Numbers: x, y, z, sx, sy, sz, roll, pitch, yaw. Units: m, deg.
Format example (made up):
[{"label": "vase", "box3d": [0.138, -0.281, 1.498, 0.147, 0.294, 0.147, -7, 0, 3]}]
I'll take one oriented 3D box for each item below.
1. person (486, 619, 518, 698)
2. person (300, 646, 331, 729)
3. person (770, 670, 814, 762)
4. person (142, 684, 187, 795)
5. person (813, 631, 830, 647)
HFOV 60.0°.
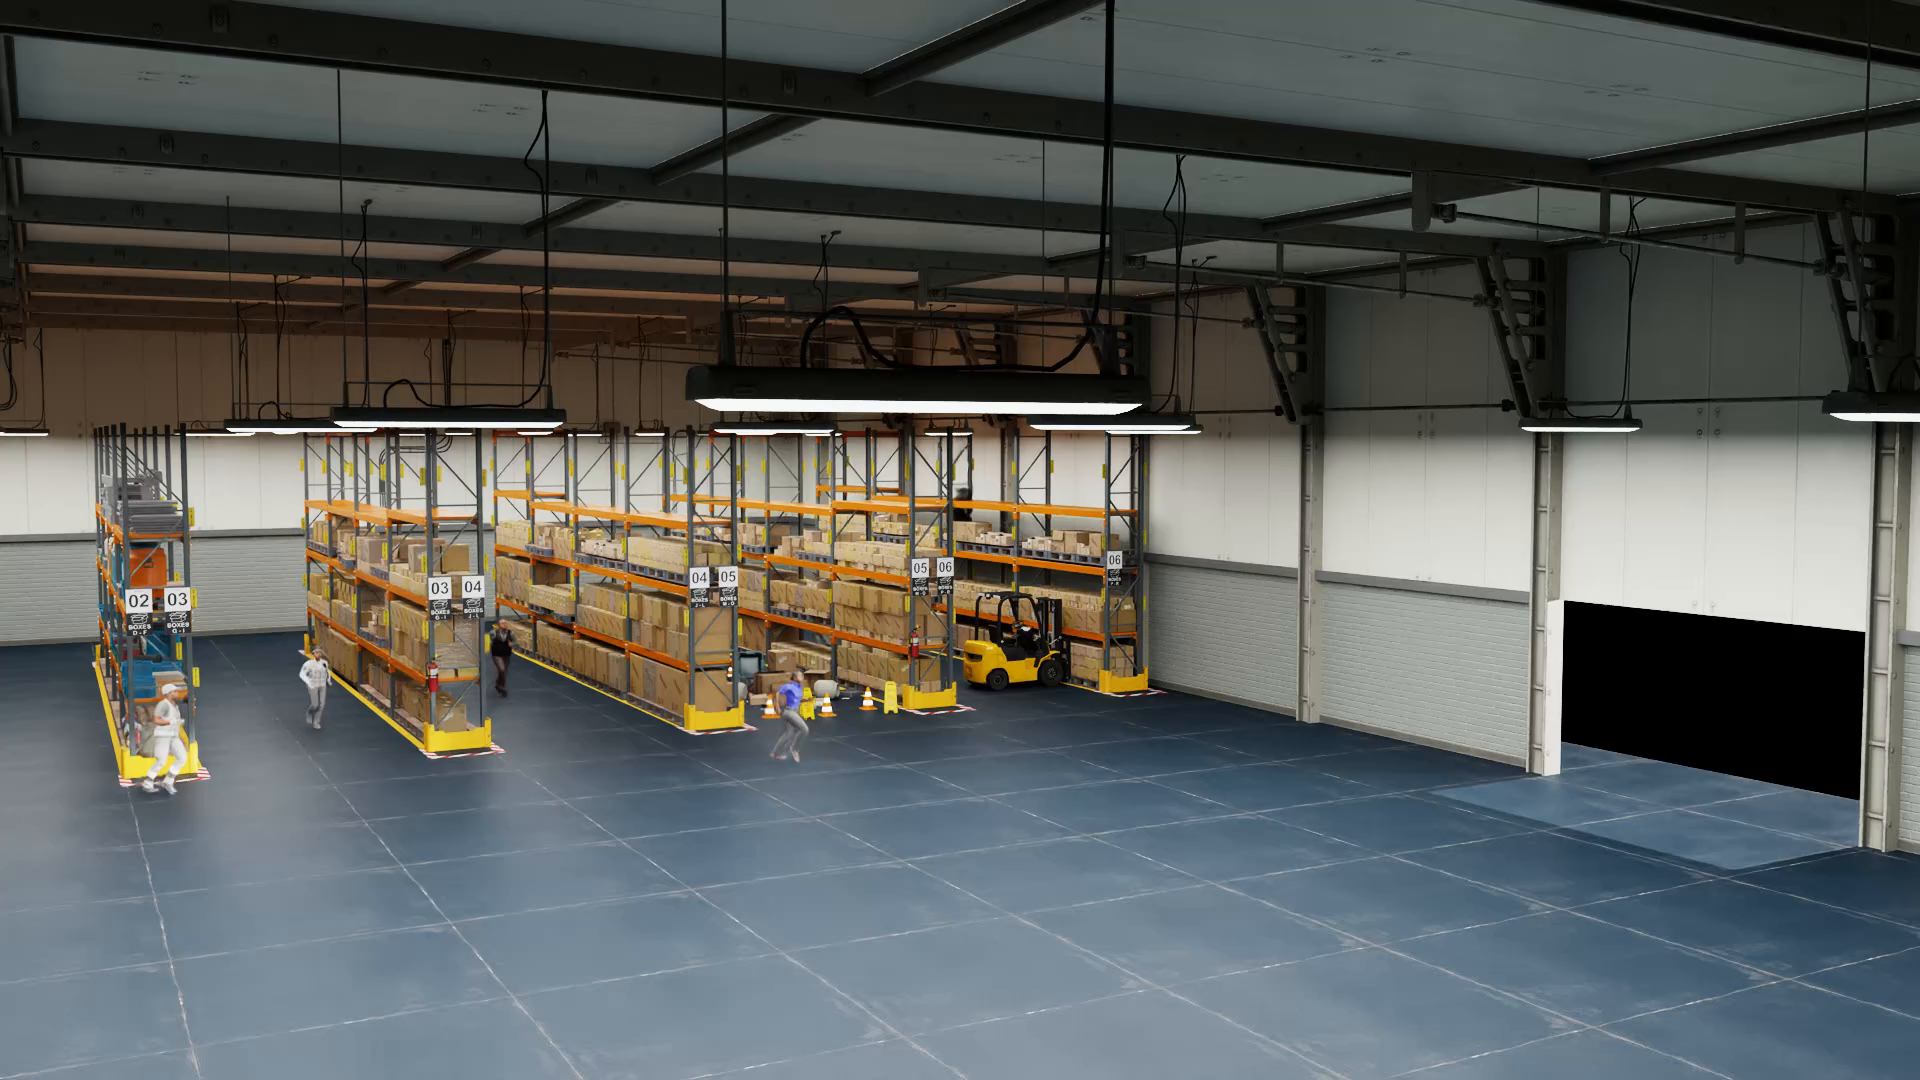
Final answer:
[{"label": "person", "box3d": [-10.223, 2.630, 37.060, 0.679, 1.763, 0.852, -2, 4, -31]}, {"label": "person", "box3d": [-12.692, 2.905, 32.844, 0.595, 1.652, 0.539, -3, 5, -44]}, {"label": "person", "box3d": [-2.982, 3.116, 29.444, 0.797, 1.638, 0.603, 1, 4, 13]}, {"label": "person", "box3d": [-12.810, 3.216, 26.945, 0.690, 1.774, 0.662, 1, 3, 9]}, {"label": "person", "box3d": [-3.730, 2.178, 44.362, 0.718, 1.737, 0.577, -2, 4, -29]}]
